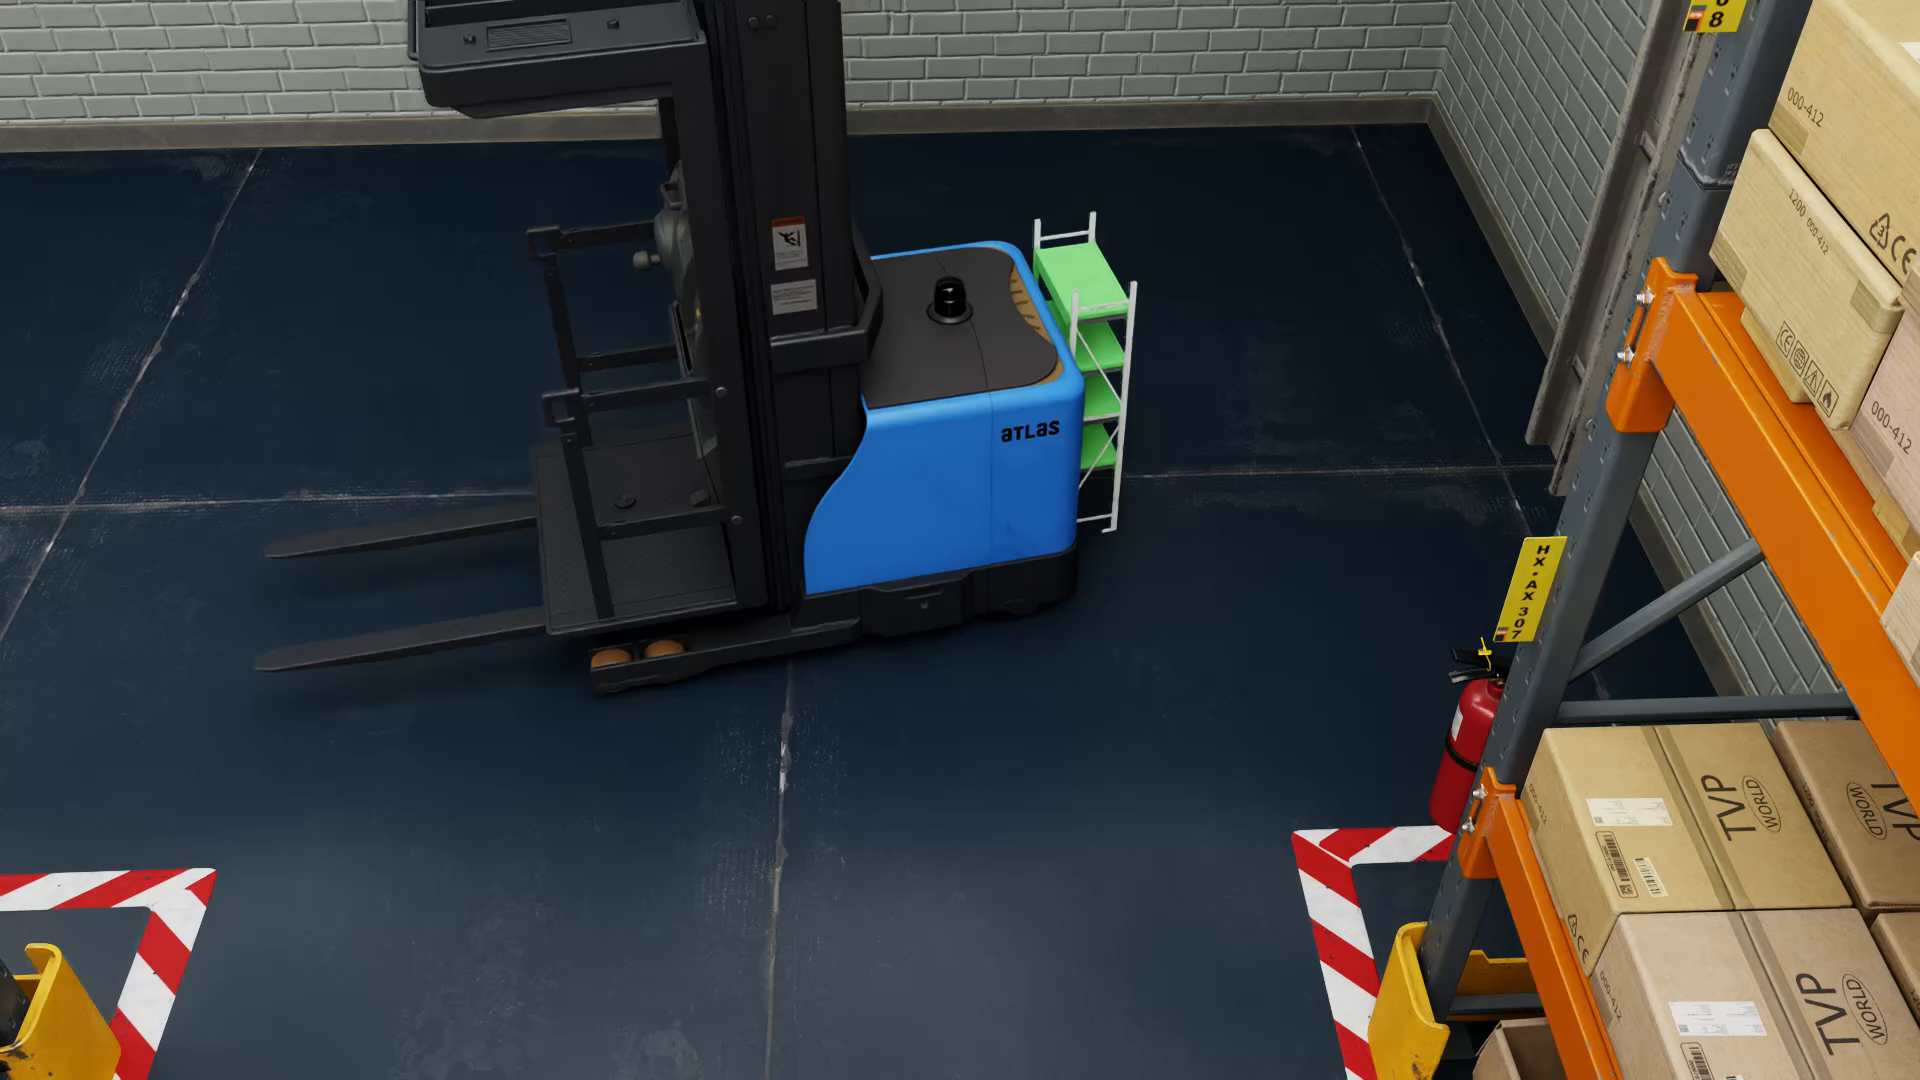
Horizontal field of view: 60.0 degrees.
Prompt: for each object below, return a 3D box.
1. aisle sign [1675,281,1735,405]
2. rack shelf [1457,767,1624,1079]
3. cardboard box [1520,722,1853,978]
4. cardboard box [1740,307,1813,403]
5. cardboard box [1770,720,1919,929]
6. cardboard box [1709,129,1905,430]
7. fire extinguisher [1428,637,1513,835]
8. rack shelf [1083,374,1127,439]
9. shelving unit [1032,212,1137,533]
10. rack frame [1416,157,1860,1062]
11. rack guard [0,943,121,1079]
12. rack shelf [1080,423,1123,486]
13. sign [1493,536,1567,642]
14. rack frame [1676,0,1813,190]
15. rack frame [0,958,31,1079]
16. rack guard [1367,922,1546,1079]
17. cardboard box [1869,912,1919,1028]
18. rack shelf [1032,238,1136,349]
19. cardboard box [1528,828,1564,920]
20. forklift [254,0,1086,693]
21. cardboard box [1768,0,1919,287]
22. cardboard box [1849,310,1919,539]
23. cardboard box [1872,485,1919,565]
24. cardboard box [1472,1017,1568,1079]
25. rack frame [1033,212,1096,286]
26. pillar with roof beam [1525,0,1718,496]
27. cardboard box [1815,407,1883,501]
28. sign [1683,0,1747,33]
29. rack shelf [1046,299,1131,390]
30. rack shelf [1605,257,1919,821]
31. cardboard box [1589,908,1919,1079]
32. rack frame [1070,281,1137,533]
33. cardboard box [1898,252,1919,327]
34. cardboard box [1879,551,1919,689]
[{"bbox_3d":[1.537,-0.578,3.236,0.394,0.787,0.004,-2,43,-2],"label":"aisle sign"},{"bbox_3d":[1.919,2.034,2.844,1.077,0.370,4.000,-2,43,-2],"label":"rack shelf"},{"bbox_3d":[1.584,0.678,3.681,0.500,0.250,0.500,-1,43,-2],"label":"cardboard box"},{"bbox_3d":[1.615,-0.373,2.903,0.380,0.149,0.250,-1,43,-1],"label":"cardboard box"},{"bbox_3d":[2.118,0.667,3.693,0.500,0.250,0.500,0,43,-1],"label":"cardboard box"},{"bbox_3d":[1.579,-0.434,2.675,0.500,0.250,0.500,-2,43,-2],"label":"cardboard box"},{"bbox_3d":[1.366,0.498,4.320,0.296,0.674,0.183,-2,43,-2],"label":"fire extinguisher"},{"bbox_3d":[0.461,-0.579,6.588,0.258,0.148,0.480,-10,43,-10],"label":"rack shelf"},{"bbox_3d":[0.461,-0.626,6.545,0.258,1.200,0.503,-10,43,-10],"label":"shelving unit"},{"bbox_3d":[1.834,0.418,4.074,1.000,3.000,0.127,-2,43,-2],"label":"rack frame"},{"bbox_3d":[-3.126,1.469,4.778,1.175,0.500,0.348,-2,43,-2],"label":"rack guard"},{"bbox_3d":[0.461,-0.402,6.751,0.258,0.148,0.480,-10,43,-10],"label":"rack shelf"},{"bbox_3d":[1.291,0.115,3.764,0.100,0.325,0.005,-2,43,-2],"label":"sign"},{"bbox_3d":[1.834,-1.793,2.047,1.000,3.000,0.127,-2,43,-2],"label":"rack frame"},{"bbox_3d":[-3.125,0.563,3.916,1.000,3.000,0.127,-2,43,-2],"label":"rack frame"},{"bbox_3d":[1.837,1.391,4.862,1.175,0.500,0.348,-2,43,-2],"label":"rack guard"},{"bbox_3d":[2.139,1.015,3.314,0.500,0.250,0.500,-2,43,-2],"label":"cardboard box"},{"bbox_3d":[0.461,-0.933,6.264,0.258,0.148,0.480,-10,43,-10],"label":"rack shelf"},{"bbox_3d":[1.573,0.741,3.908,0.380,0.149,0.250,-2,43,-2],"label":"cardboard box"},{"bbox_3d":[-1.121,-0.914,5.578,3.031,2.935,1.130,-9,43,-10],"label":"forklift"},{"bbox_3d":[1.602,-0.619,2.507,0.500,0.250,0.500,-2,43,-2],"label":"cardboard box"},{"bbox_3d":[1.622,-0.092,2.301,0.500,0.250,0.500,-1,43,-1],"label":"cardboard box"},{"bbox_3d":[1.646,-0.023,2.521,0.380,0.149,0.250,-1,43,-2],"label":"cardboard box"},{"bbox_3d":[1.765,1.599,4.322,0.797,0.503,0.637,-3,43,-3],"label":"cardboard box"},{"bbox_3d":[0.401,-0.786,6.720,0.240,1.200,0.015,-10,43,-10],"label":"rack frame"},{"bbox_3d":[-1.682,-3.516,3.926,9.100,9.000,0.400,-2,43,-2],"label":"pillar with roof beam"},{"bbox_3d":[1.652,-0.197,2.711,0.380,0.149,0.250,-1,43,-1],"label":"cardboard box"},{"bbox_3d":[1.291,-0.994,2.748,0.100,0.325,0.005,-2,43,-2],"label":"sign"},{"bbox_3d":[0.461,-0.756,6.426,0.258,0.148,0.480,-10,43,-10],"label":"rack shelf"},{"bbox_3d":[1.919,0.928,1.830,1.077,0.370,4.000,-2,43,-2],"label":"rack shelf"},{"bbox_3d":[1.605,1.018,3.310,0.500,0.250,0.500,-1,43,-1],"label":"cardboard box"},{"bbox_3d":[0.520,-0.466,6.371,0.240,1.200,0.015,-10,43,-10],"label":"rack frame"},{"bbox_3d":[1.604,-0.275,2.132,0.500,0.250,0.500,-2,43,-2],"label":"cardboard box"},{"bbox_3d":[1.554,0.148,2.334,0.380,0.149,0.250,-1,43,-1],"label":"cardboard box"}]
